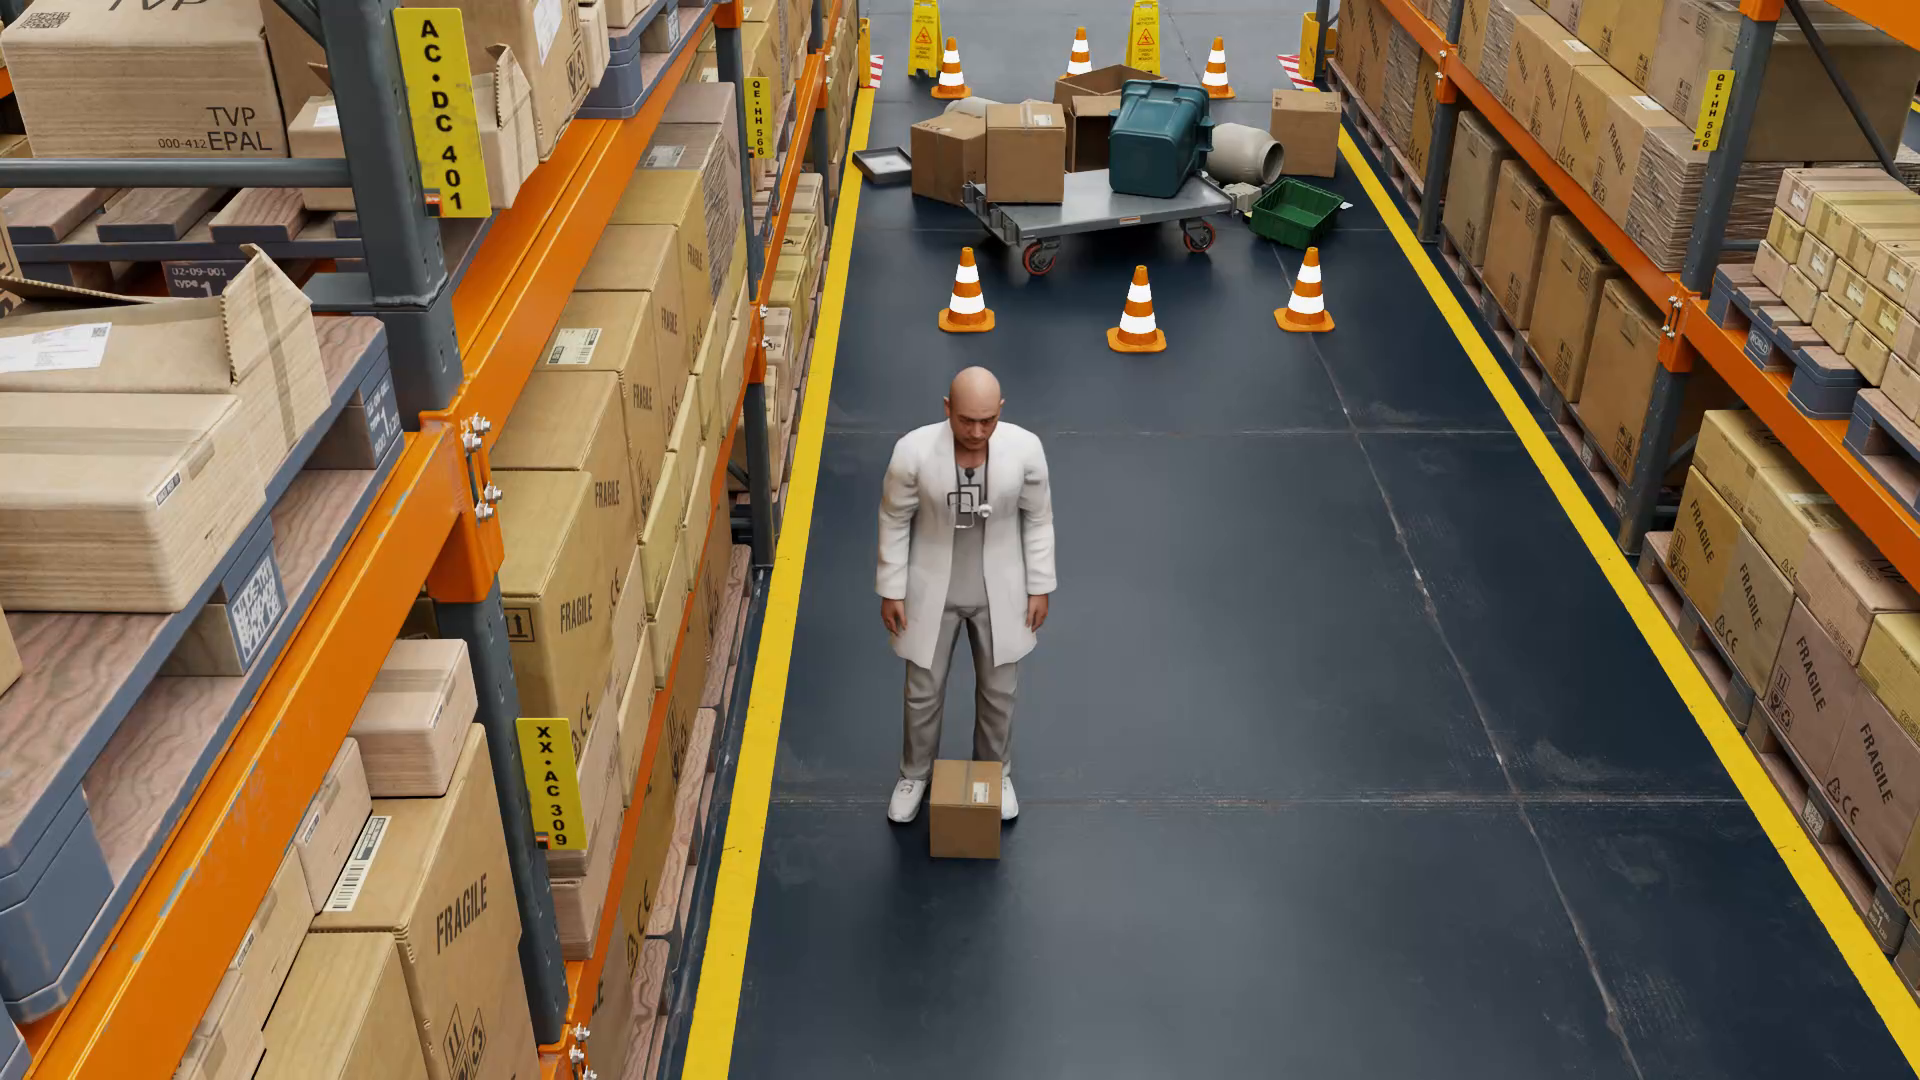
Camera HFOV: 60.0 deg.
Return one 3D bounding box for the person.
[{"bbox_3d":[0.021,0.190,5.836,0.642,1.772,0.429,-2,31,-3],"label":"person"}]
